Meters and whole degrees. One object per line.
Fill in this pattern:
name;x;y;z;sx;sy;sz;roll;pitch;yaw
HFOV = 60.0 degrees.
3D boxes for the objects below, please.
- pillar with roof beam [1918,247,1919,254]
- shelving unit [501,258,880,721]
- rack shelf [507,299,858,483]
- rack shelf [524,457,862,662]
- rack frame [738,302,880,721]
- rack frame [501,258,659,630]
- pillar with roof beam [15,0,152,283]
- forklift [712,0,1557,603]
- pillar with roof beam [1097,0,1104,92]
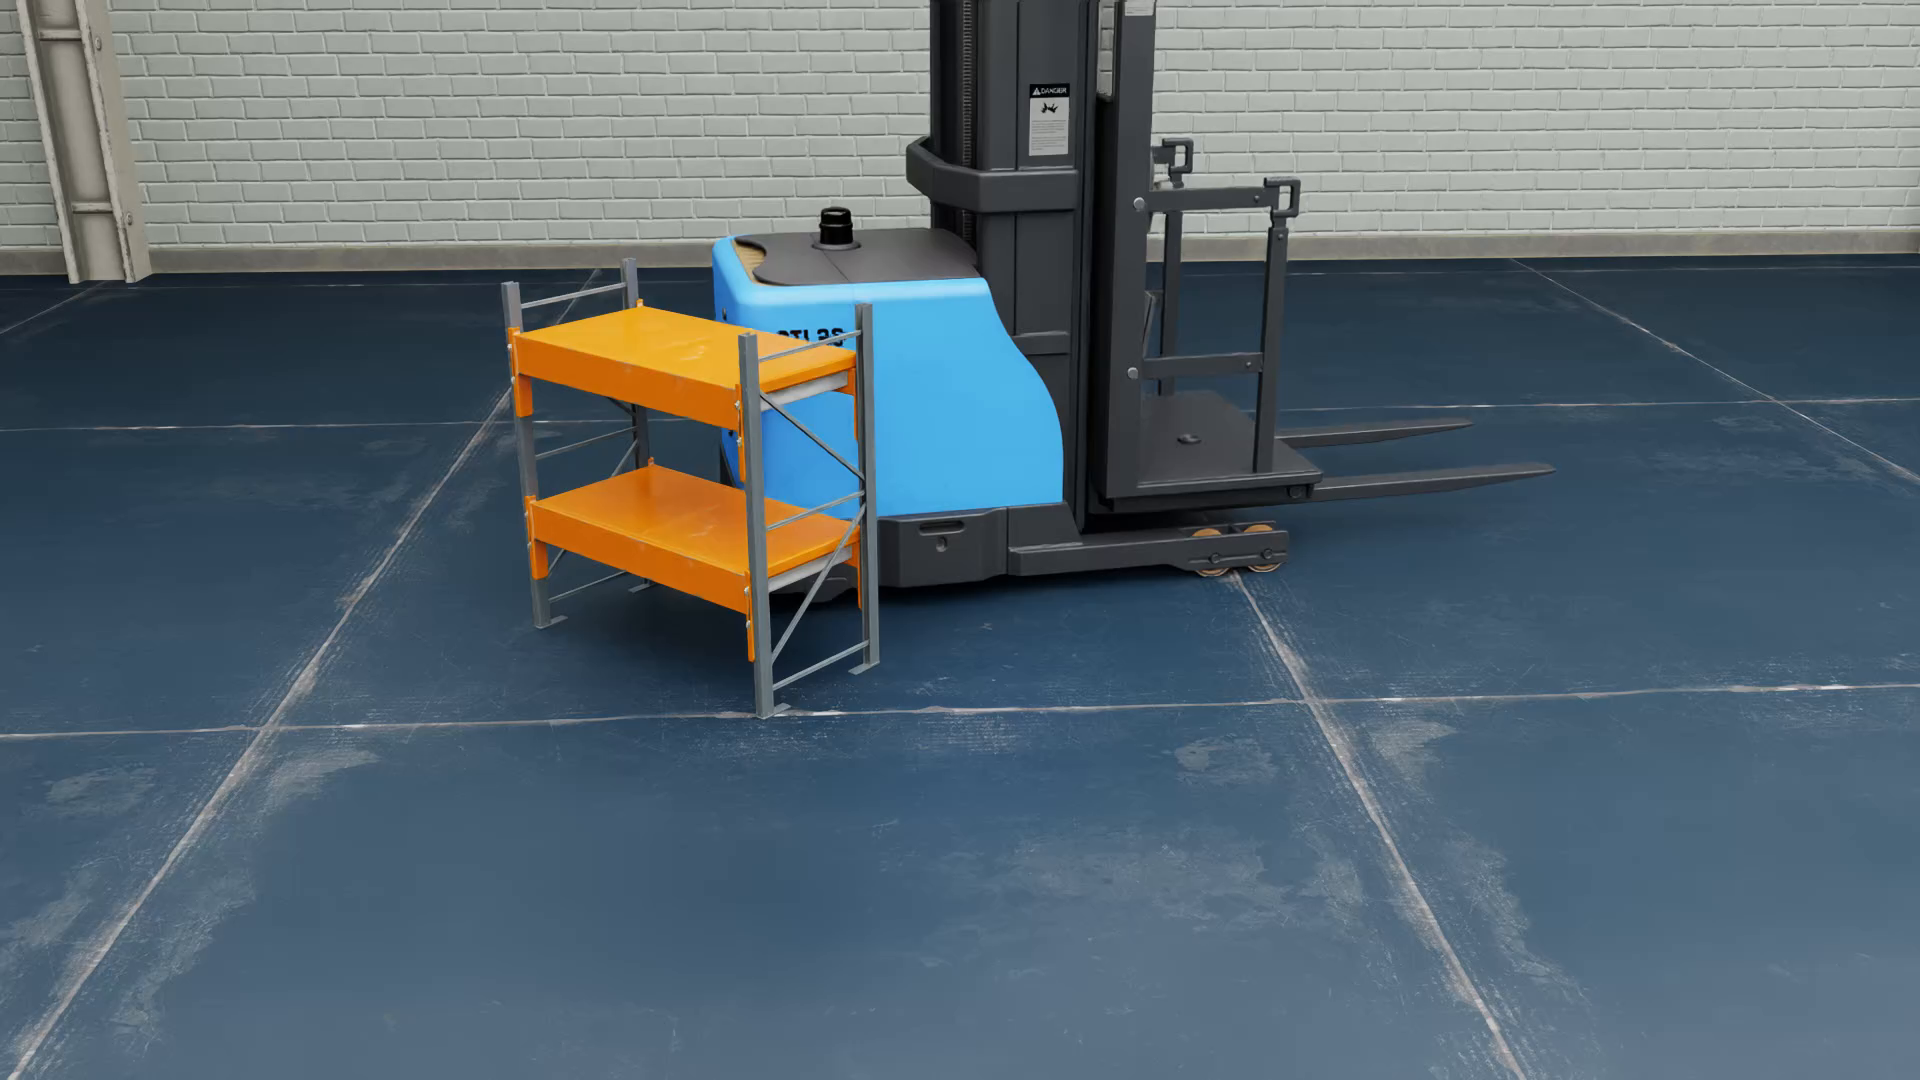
pillar with roof beam;6.898;-4.568;5.471;0.400;9.000;9.100;-1;21;-3
shelving unit;-0.811;-0.194;5.050;1.048;1.125;0.538;16;26;36
rack shelf;-0.811;-0.468;4.946;1.000;0.278;0.538;16;26;36
rack shelf;-0.811;0.034;5.137;1.000;0.278;0.538;16;26;36
rack frame;-0.417;-0.080;4.751;0.032;1.125;0.500;16;26;36
rack frame;-1.206;-0.308;5.350;0.032;1.125;0.500;16;26;36
pillar with roof beam;-5.082;-4.324;4.831;0.400;9.000;9.100;-1;21;-3
forklift;0.672;-1.418;5.726;3.031;2.935;1.130;-5;21;-12
pillar with roof beam;0.908;-4.446;5.151;0.400;9.000;9.100;-1;21;-3
